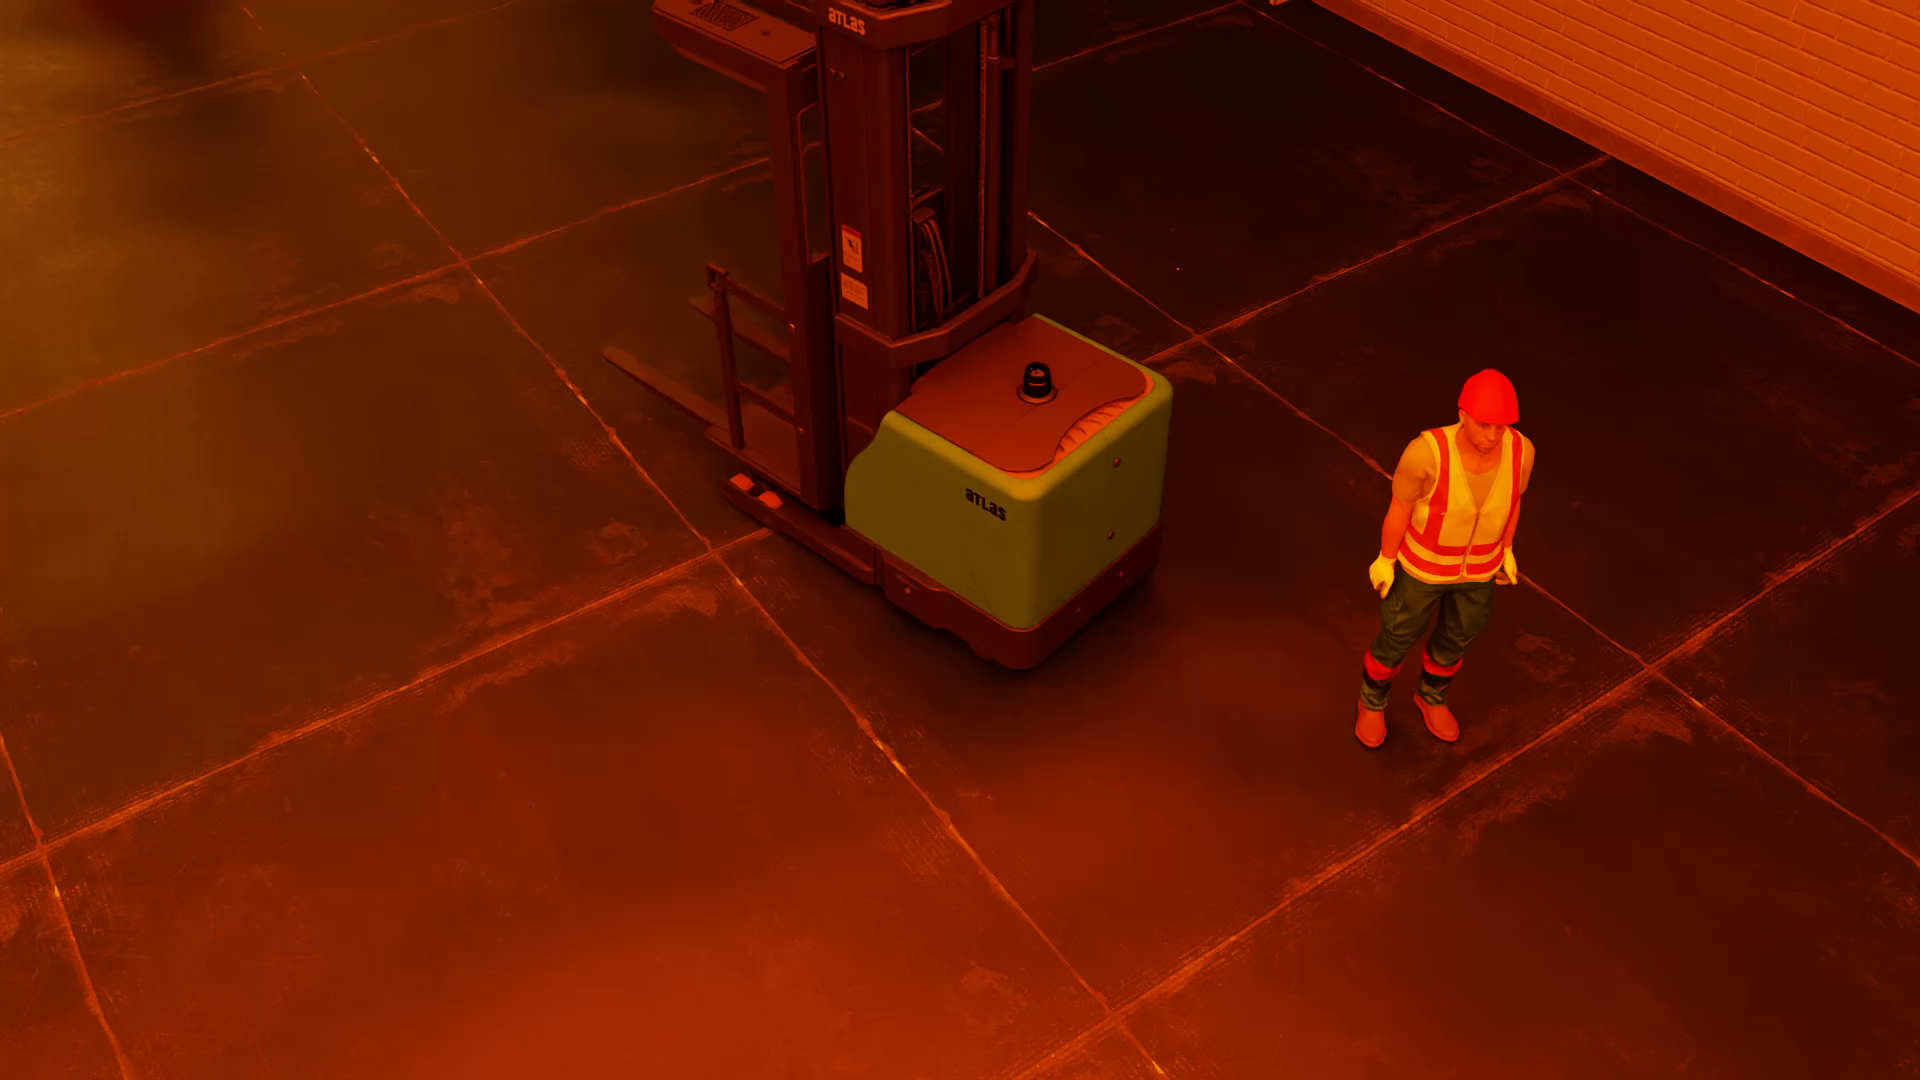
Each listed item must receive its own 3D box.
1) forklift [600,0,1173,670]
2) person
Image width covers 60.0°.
[{"bbox_3d":[-0.516,-1.381,7.214,3.031,2.935,1.130,31,51,29],"label":"forklift"},{"bbox_3d":[1.895,0.096,6.455,0.581,1.794,0.346,-4,43,-5],"label":"person"}]
